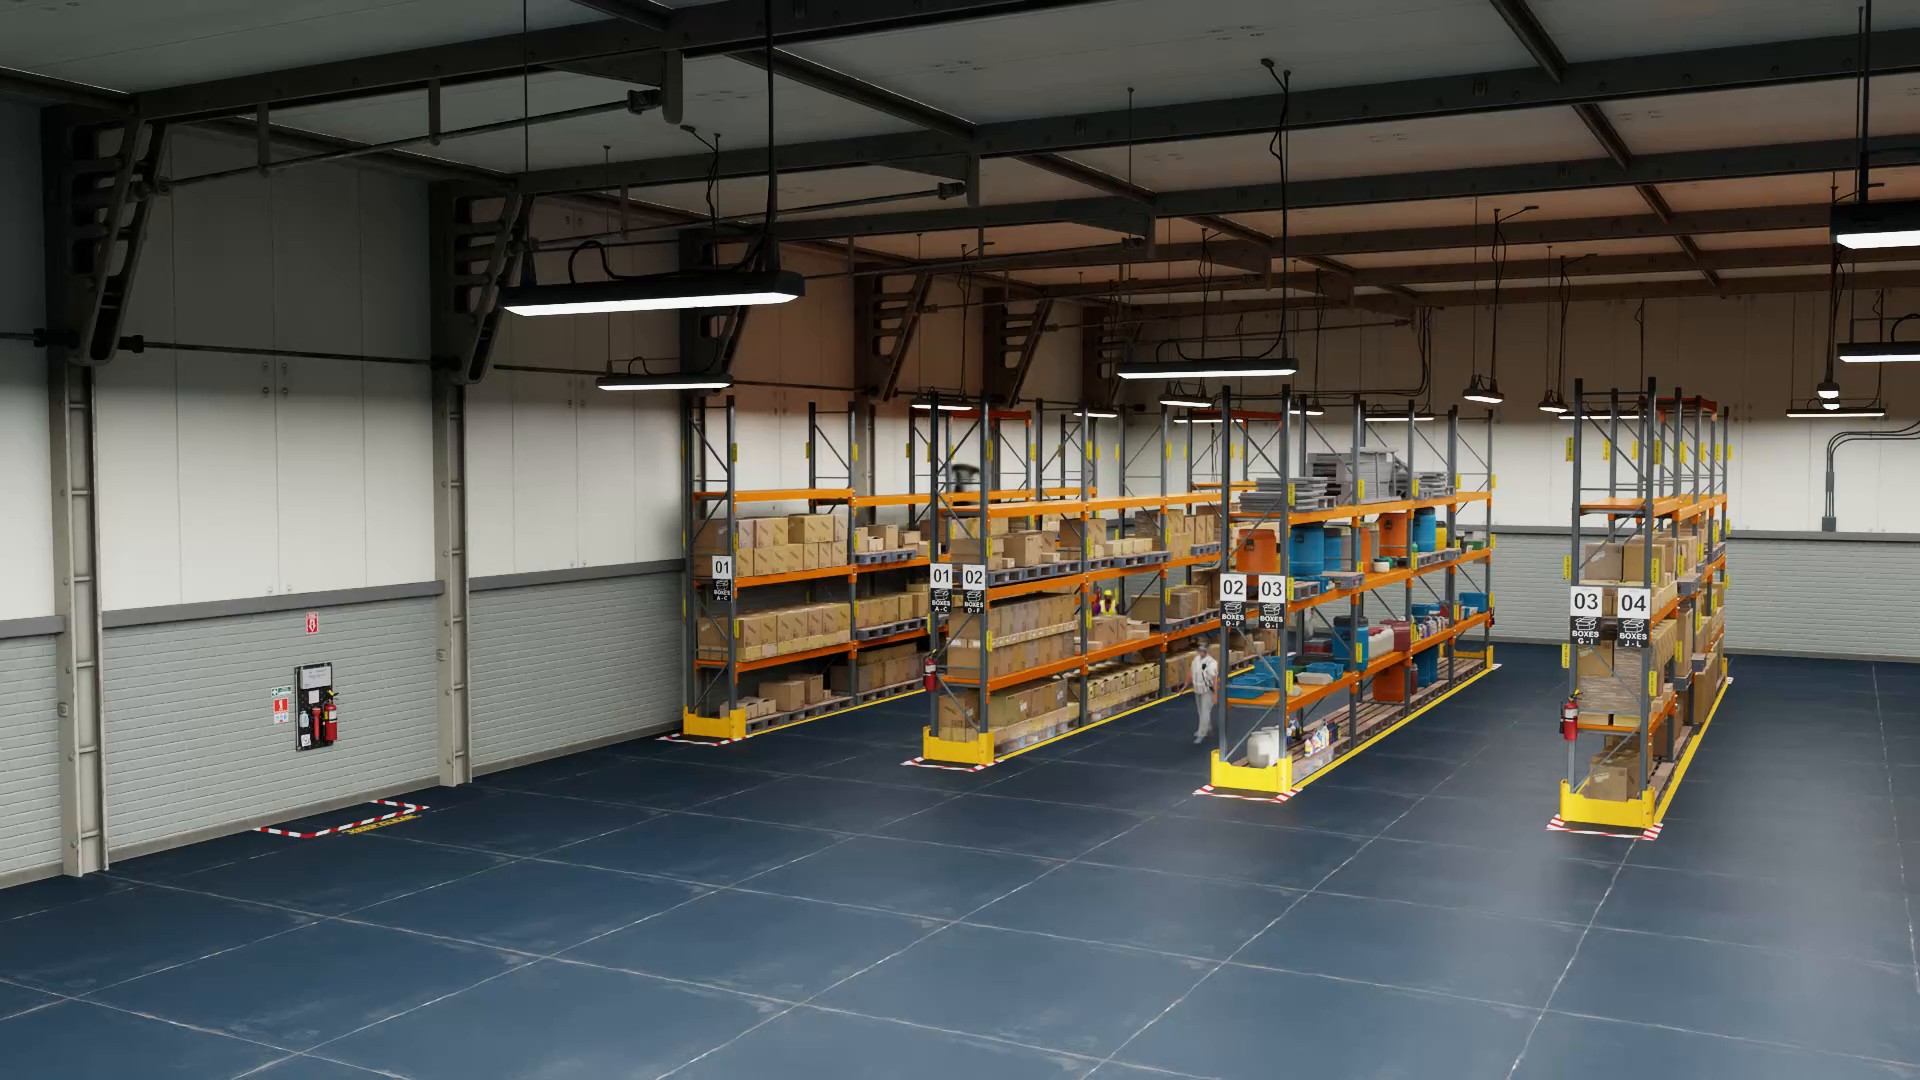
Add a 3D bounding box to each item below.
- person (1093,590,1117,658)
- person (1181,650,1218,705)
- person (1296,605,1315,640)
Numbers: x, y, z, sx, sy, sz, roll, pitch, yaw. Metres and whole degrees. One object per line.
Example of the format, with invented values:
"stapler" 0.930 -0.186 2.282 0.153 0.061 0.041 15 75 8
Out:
"person" 3.564 2.020 40.013 0.701 1.650 0.716 1 3 13
"person" 4.177 2.303 28.802 0.410 1.043 0.720 -2 4 -34
"person" 8.619 2.081 41.602 0.547 1.347 0.460 -1 3 -14
